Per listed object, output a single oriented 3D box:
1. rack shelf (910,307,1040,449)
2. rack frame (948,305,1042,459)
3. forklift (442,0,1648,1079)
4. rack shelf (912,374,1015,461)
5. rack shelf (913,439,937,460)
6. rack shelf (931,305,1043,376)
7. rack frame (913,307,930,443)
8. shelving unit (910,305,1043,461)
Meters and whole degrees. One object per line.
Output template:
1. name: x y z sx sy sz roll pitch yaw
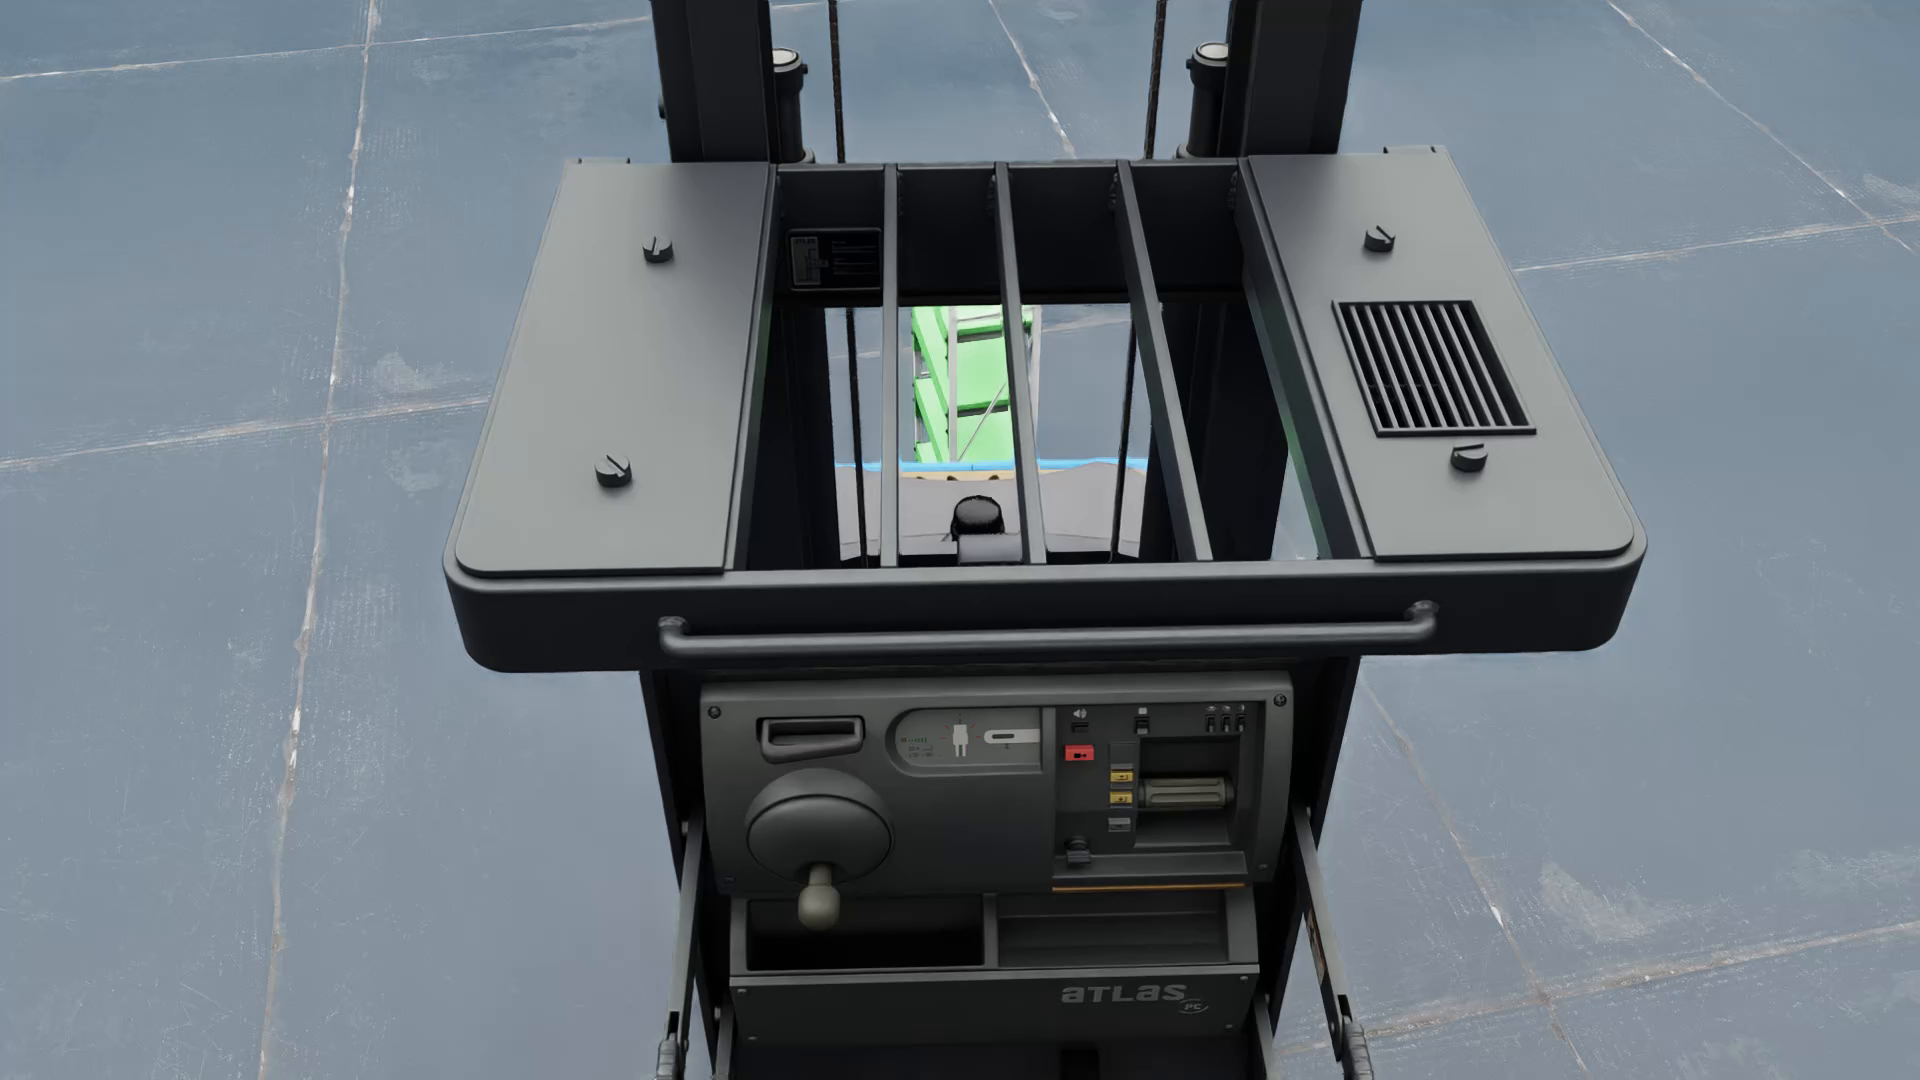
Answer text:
1. rack shelf: 0.036 -0.473 4.614 0.258 0.148 0.480 -8 42 -9
2. rack frame: 0.088 -0.183 4.553 0.240 1.200 0.015 -8 42 -9
3. forklift: 0.068 0.495 2.485 1.130 2.935 3.031 -1 42 -1
4. rack shelf: 0.036 -0.294 4.773 0.258 0.148 0.480 -8 42 -9
5. rack shelf: 0.036 -0.114 4.933 0.258 0.148 0.480 -8 42 -9
6. rack shelf: 0.036 -0.653 4.455 0.258 0.148 0.480 -8 42 -9
7. rack frame: -0.017 -0.500 4.909 0.240 1.200 0.015 -8 42 -9
8. shelving unit: 0.036 -0.341 4.731 0.258 1.200 0.503 -8 42 -9
